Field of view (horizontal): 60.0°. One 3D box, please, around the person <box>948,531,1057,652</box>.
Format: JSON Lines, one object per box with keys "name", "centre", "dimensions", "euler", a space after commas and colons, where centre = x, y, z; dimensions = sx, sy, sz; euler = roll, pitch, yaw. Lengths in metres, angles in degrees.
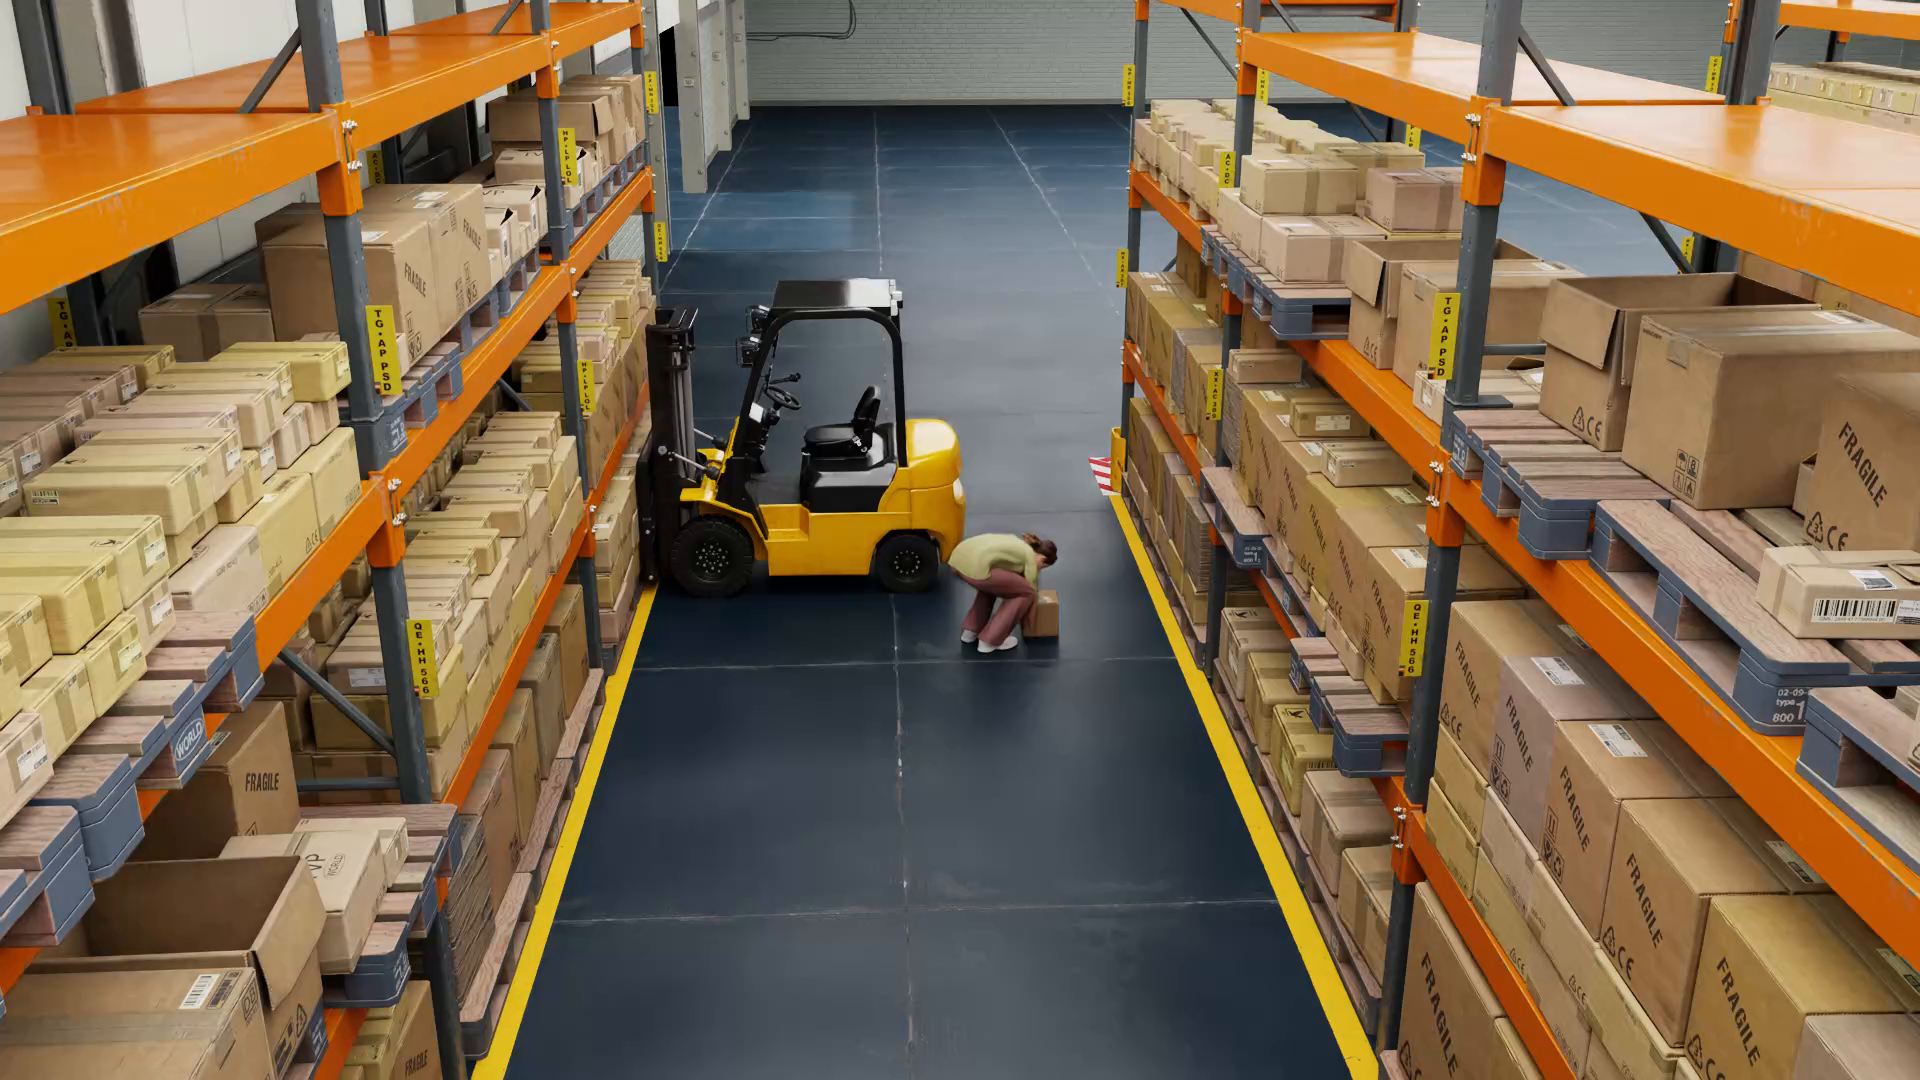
{"name": "person", "centre": [0.323, 0.336, 11.508], "dimensions": [0.862, 0.831, 0.474], "euler": [-14, 24, -32]}
